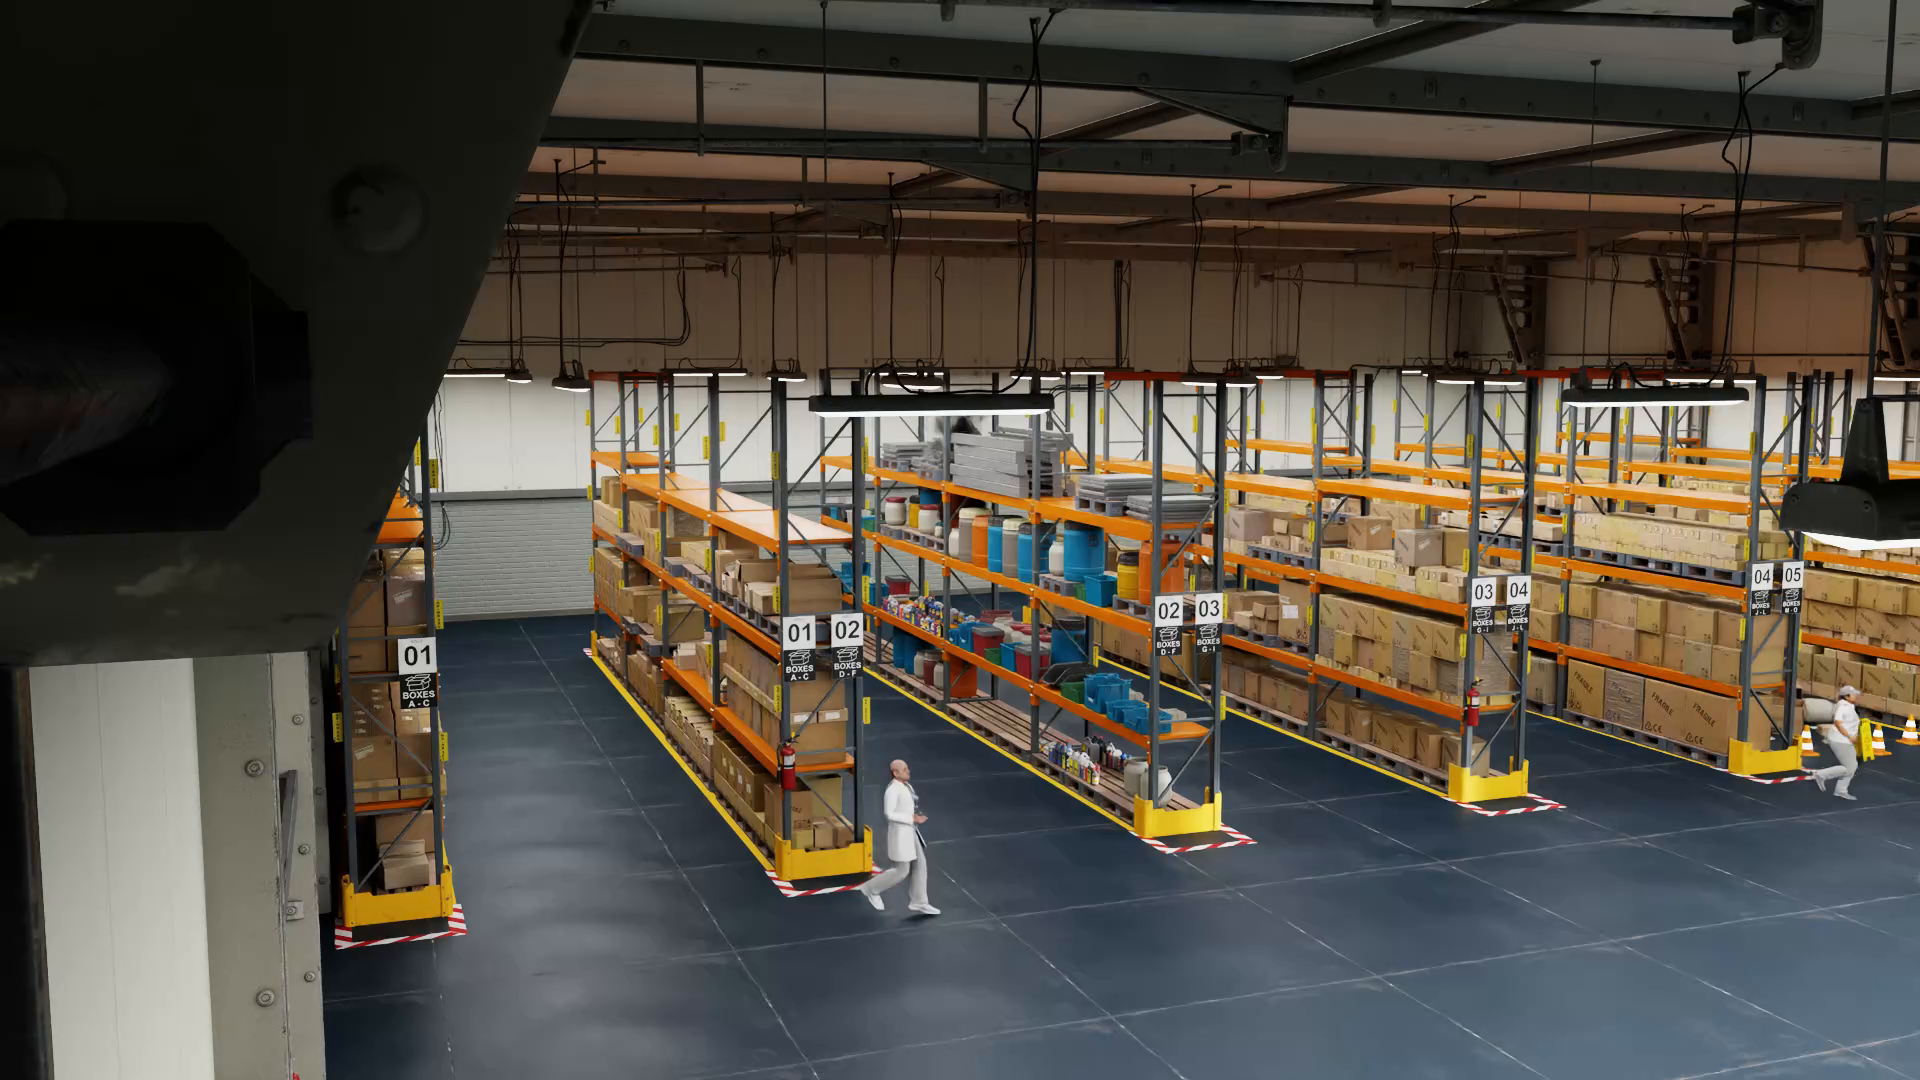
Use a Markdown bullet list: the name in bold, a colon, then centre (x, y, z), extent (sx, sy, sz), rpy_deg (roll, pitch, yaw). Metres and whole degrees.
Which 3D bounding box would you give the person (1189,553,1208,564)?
- **person**: centre (5.800, 0.927, 40.745), extent (0.680, 1.784, 0.812), rpy_deg (6, 9, 42)

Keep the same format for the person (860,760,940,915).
- **person**: centre (-0.679, 3.463, 18.793), extent (0.907, 1.581, 0.723), rpy_deg (1, 7, 13)

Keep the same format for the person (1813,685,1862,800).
- **person**: centre (12.531, 2.889, 23.772), extent (0.597, 1.657, 0.621), rpy_deg (2, 7, 19)
